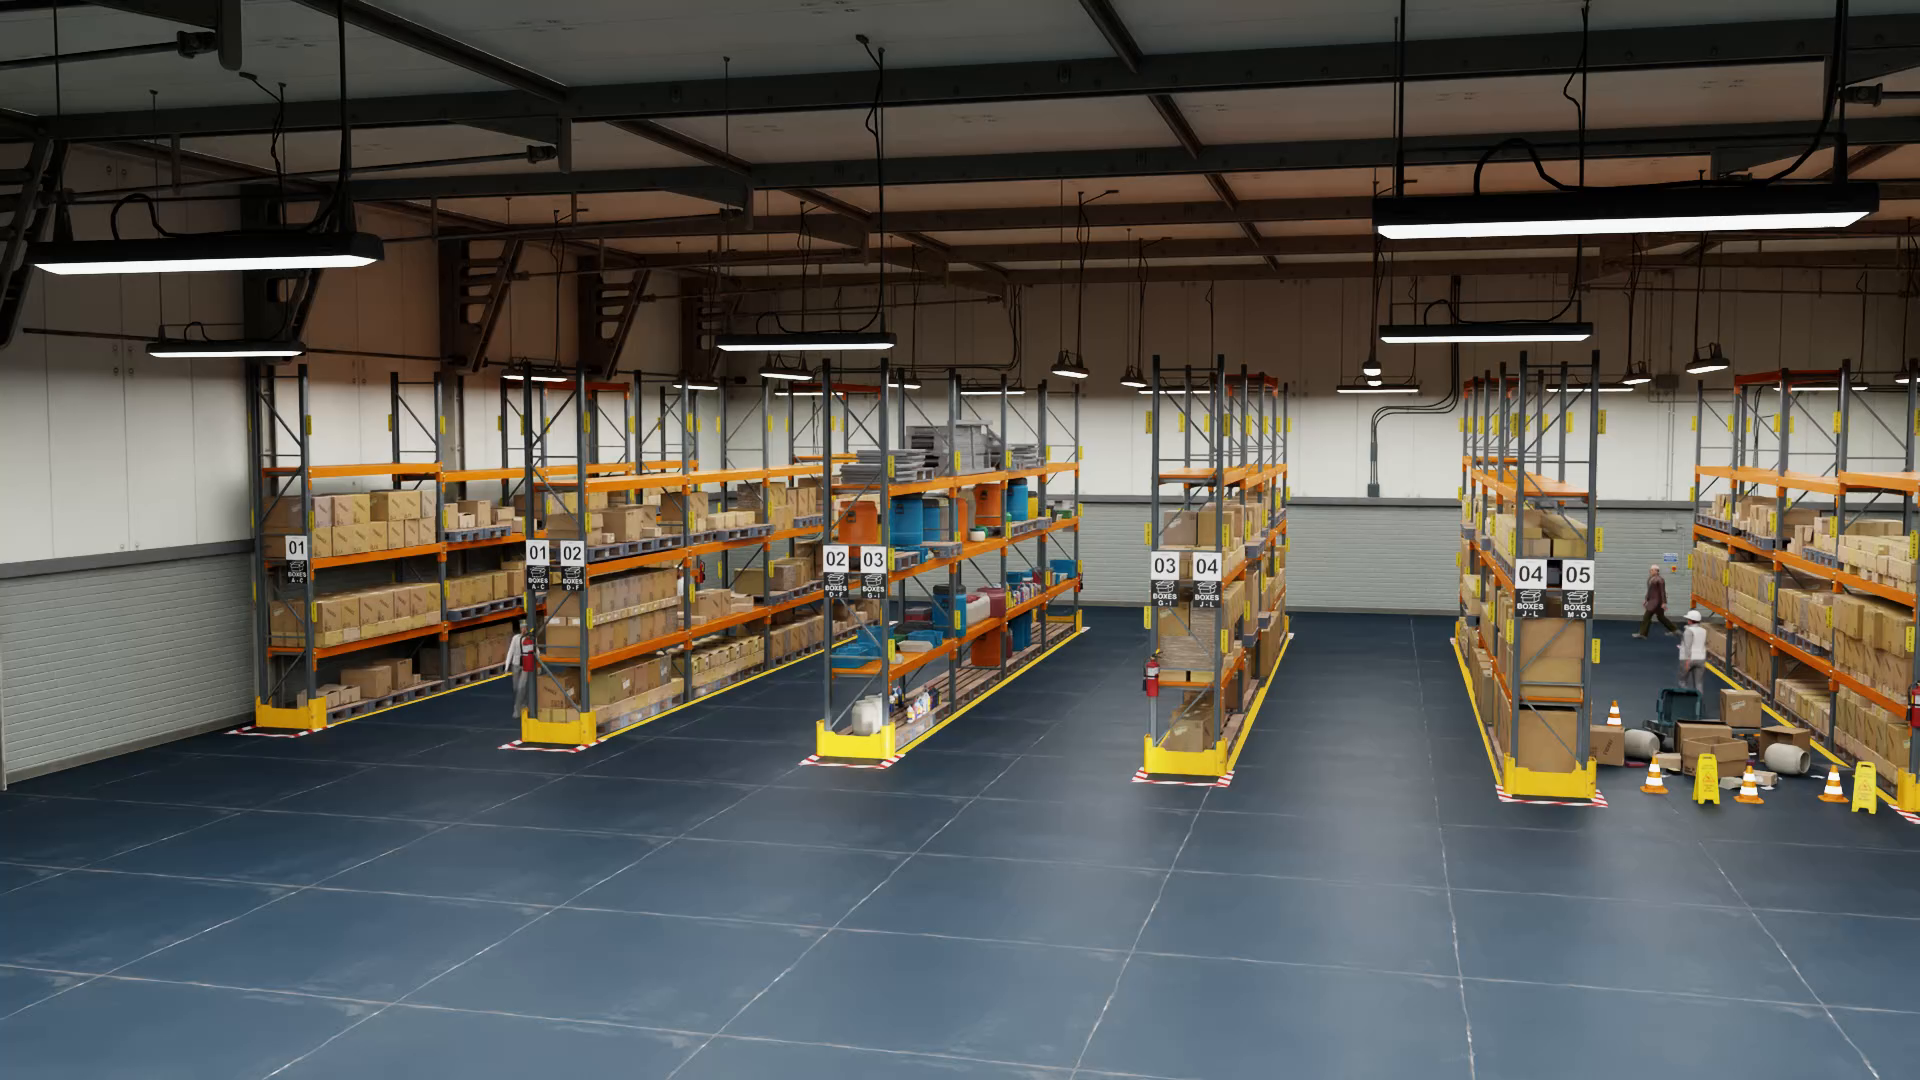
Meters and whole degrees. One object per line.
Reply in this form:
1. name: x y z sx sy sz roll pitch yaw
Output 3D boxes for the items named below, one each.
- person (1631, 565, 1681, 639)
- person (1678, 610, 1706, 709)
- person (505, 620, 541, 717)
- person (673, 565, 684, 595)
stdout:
1. person: 16.290 1.449 38.878 1.125 1.734 0.576 1 4 11
2. person: 12.832 2.135 29.065 0.511 1.801 0.701 0 4 1
3. person: -7.566 2.207 28.837 0.569 1.685 0.739 1 4 9
4. person: -6.595 1.442 38.672 0.682 1.720 1.039 1 4 15
